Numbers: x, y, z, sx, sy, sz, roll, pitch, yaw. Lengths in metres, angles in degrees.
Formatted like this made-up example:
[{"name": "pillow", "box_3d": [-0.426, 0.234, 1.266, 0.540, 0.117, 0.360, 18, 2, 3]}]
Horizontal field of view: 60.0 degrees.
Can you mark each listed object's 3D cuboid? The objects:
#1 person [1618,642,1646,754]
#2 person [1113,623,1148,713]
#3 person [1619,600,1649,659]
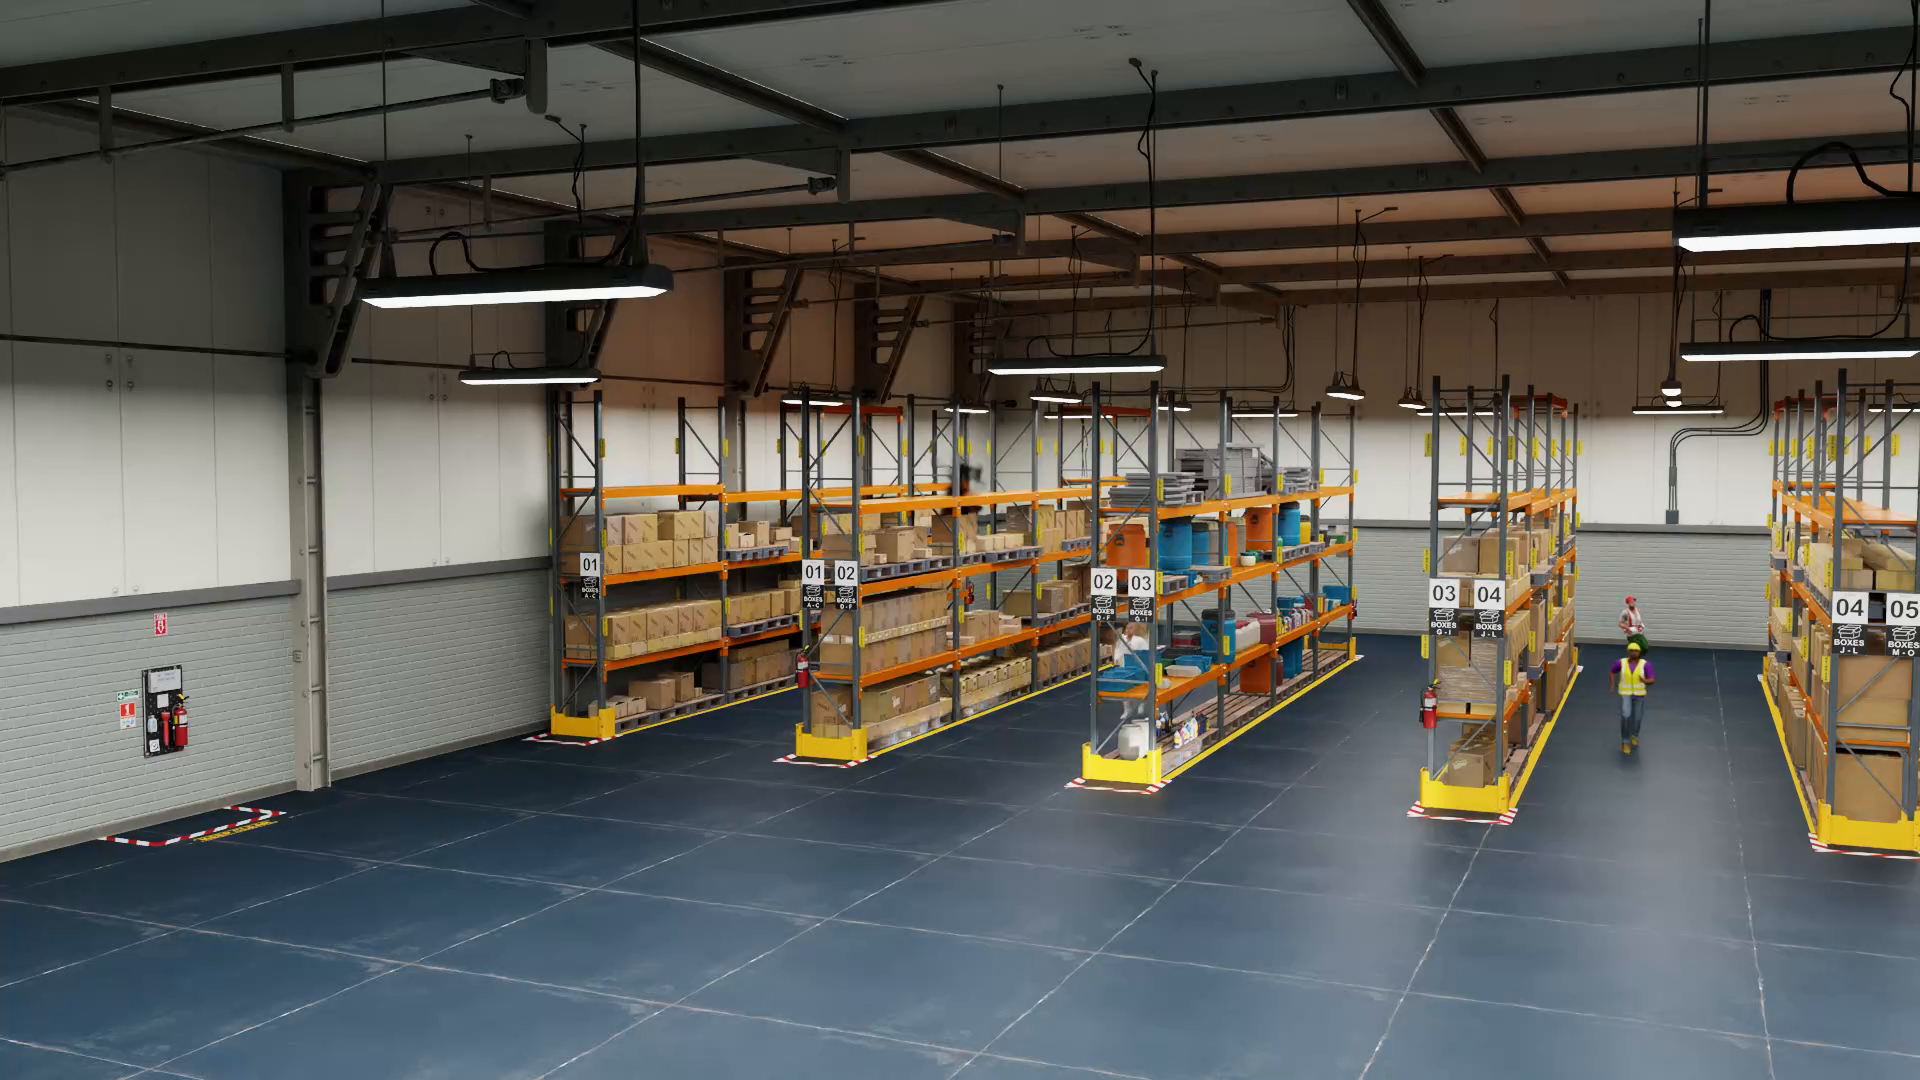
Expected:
[{"name": "person", "box_3d": [11.106, 2.599, 27.478, 0.438, 1.828, 0.744, 1, 3, 16]}, {"name": "person", "box_3d": [3.151, 2.365, 30.765, 0.720, 1.675, 0.670, 2, 4, 28]}, {"name": "person", "box_3d": [15.025, 2.129, 37.151, 0.681, 1.525, 0.541, -1, 3, -13]}]
